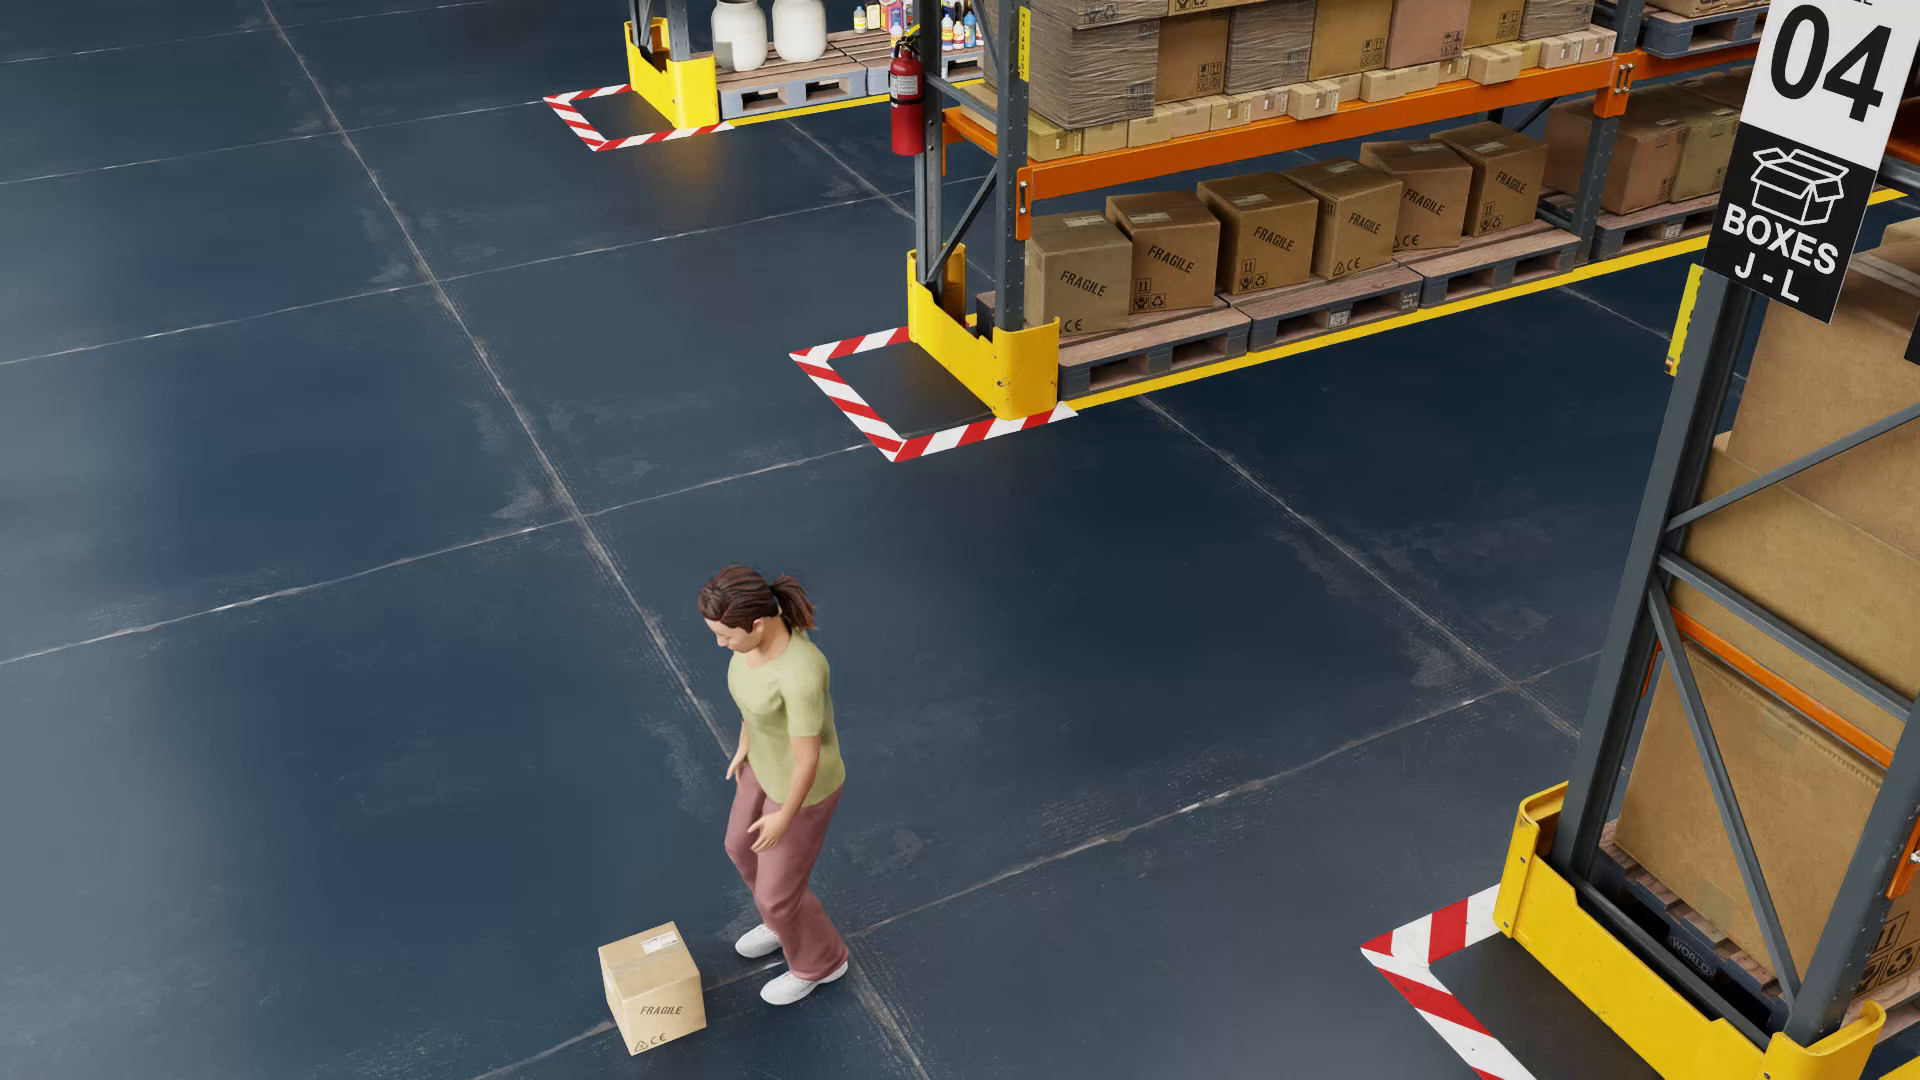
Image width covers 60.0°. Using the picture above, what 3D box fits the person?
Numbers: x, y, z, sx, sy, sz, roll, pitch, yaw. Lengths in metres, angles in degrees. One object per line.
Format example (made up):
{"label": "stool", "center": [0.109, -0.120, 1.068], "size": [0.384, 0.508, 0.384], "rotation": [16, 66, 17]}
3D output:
{"label": "person", "center": [-0.547, 0.742, 5.059], "size": [0.388, 1.627, 0.470], "rotation": [-15, 36, -22]}
